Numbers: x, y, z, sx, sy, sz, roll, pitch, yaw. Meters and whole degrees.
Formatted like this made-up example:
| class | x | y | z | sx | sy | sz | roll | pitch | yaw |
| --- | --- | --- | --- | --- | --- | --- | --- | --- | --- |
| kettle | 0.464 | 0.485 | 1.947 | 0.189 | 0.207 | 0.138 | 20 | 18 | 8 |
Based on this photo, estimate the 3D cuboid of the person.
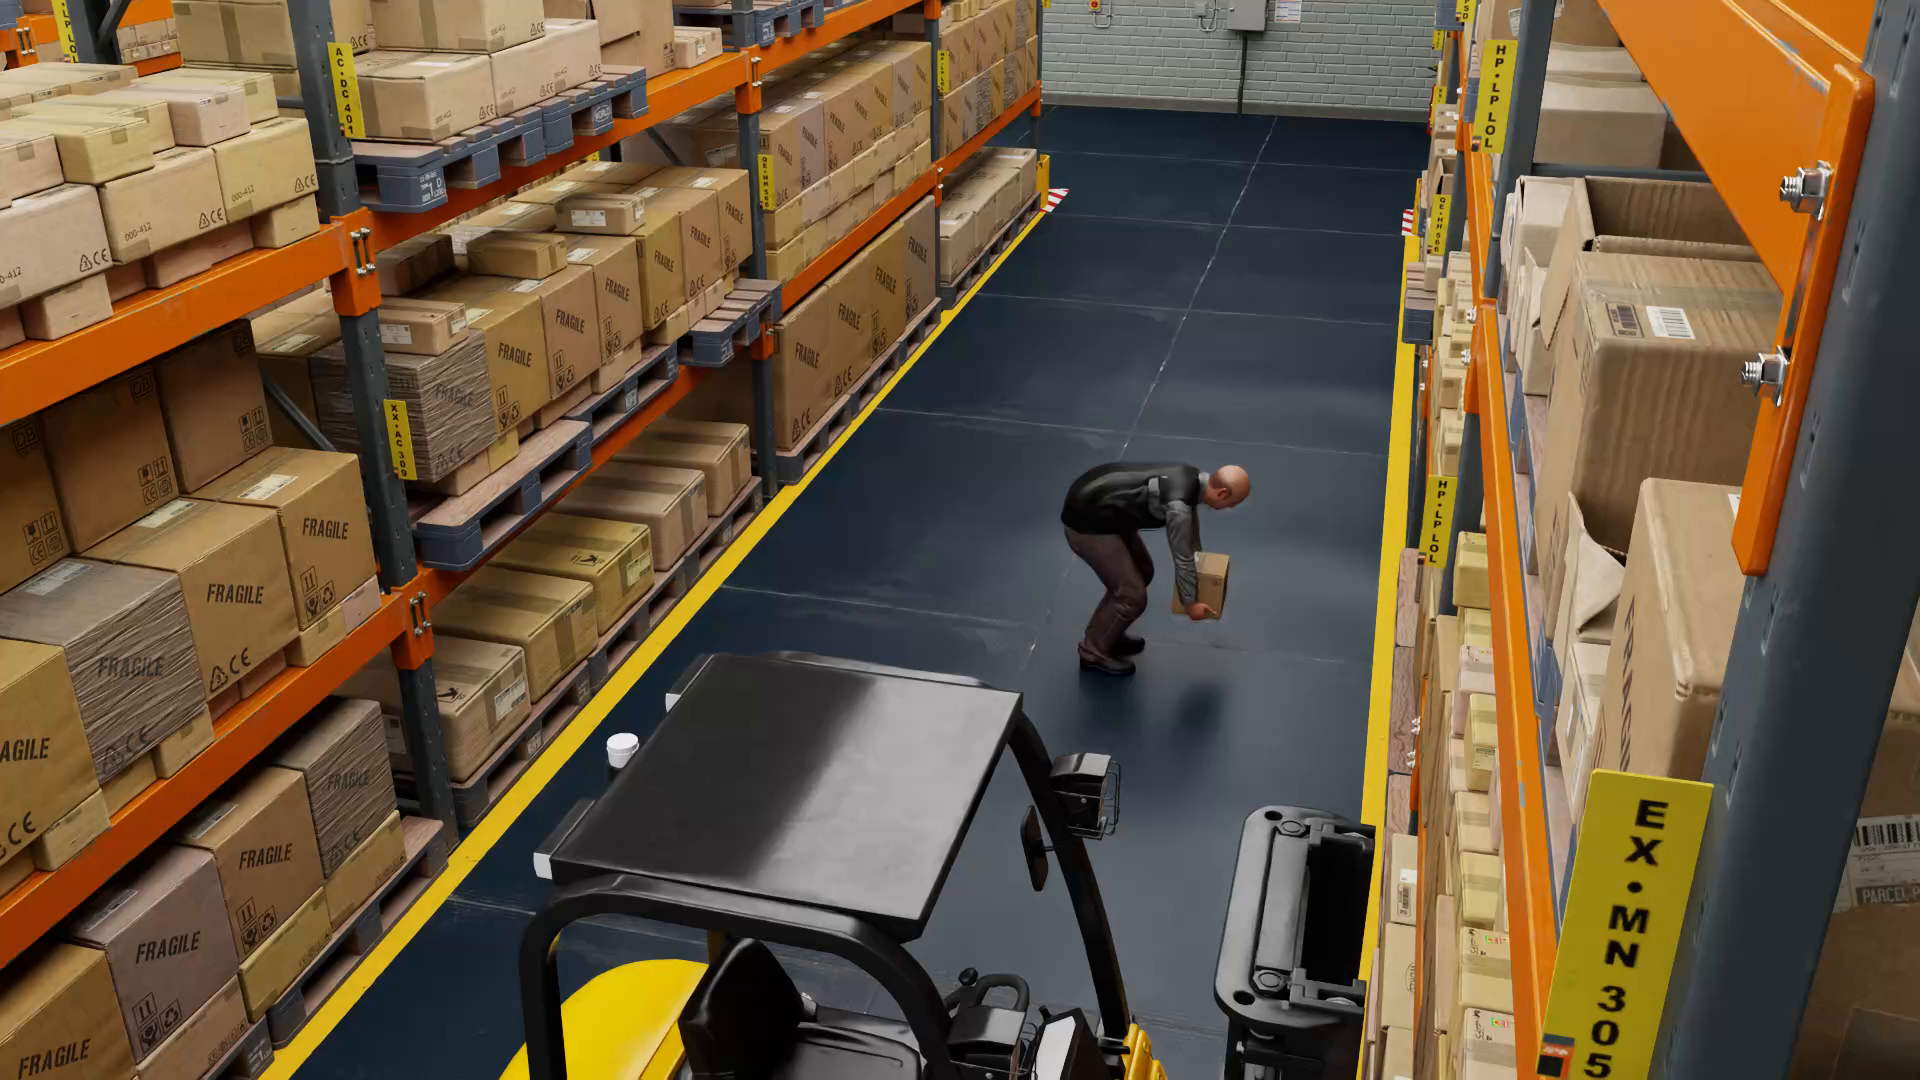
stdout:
| class | x | y | z | sx | sy | sz | roll | pitch | yaw |
| --- | --- | --- | --- | --- | --- | --- | --- | --- | --- |
| person | 0.986 | 0.124 | 8.561 | 0.940 | 1.138 | 0.487 | 5 | 26 | 11 |
